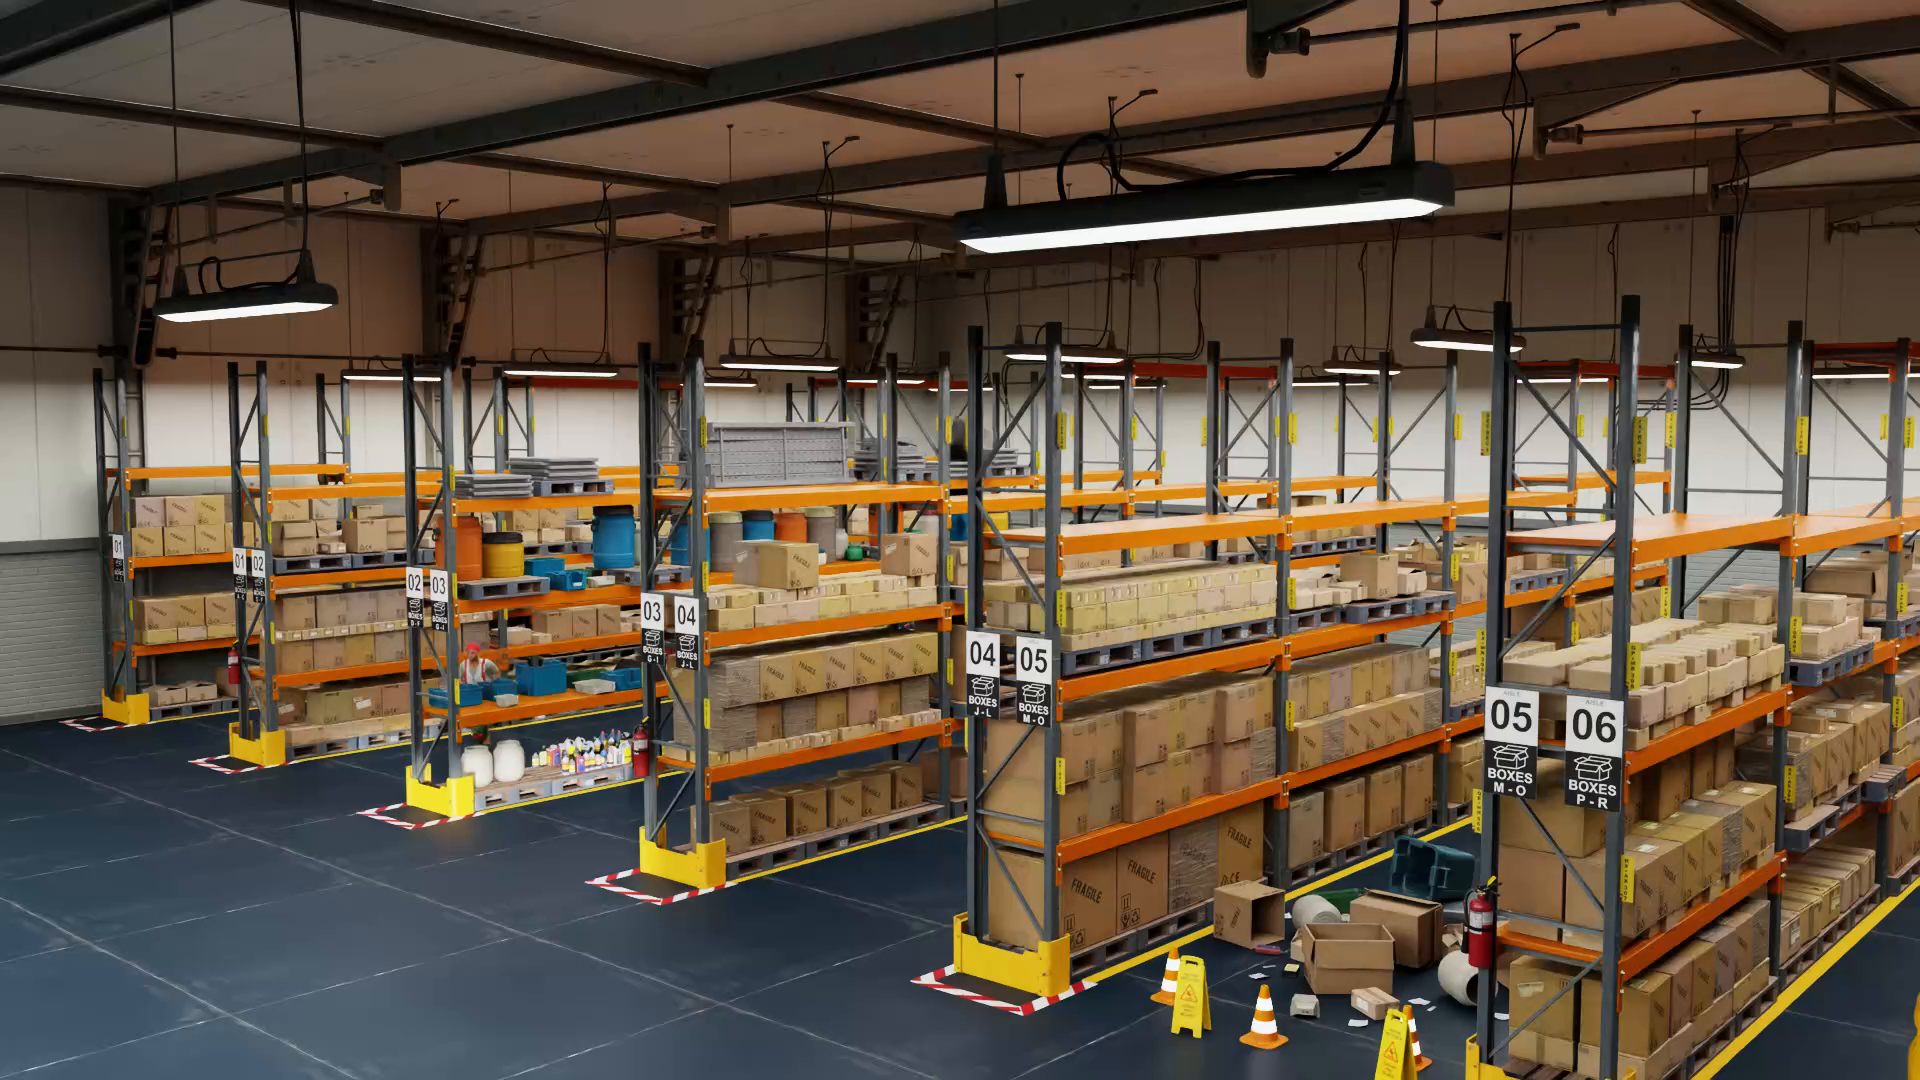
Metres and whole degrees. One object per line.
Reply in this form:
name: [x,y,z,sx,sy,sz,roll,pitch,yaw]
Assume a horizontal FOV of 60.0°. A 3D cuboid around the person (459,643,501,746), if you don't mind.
person: [-7.370,2.415,25.531,0.674,1.751,0.924,0,4,5]
